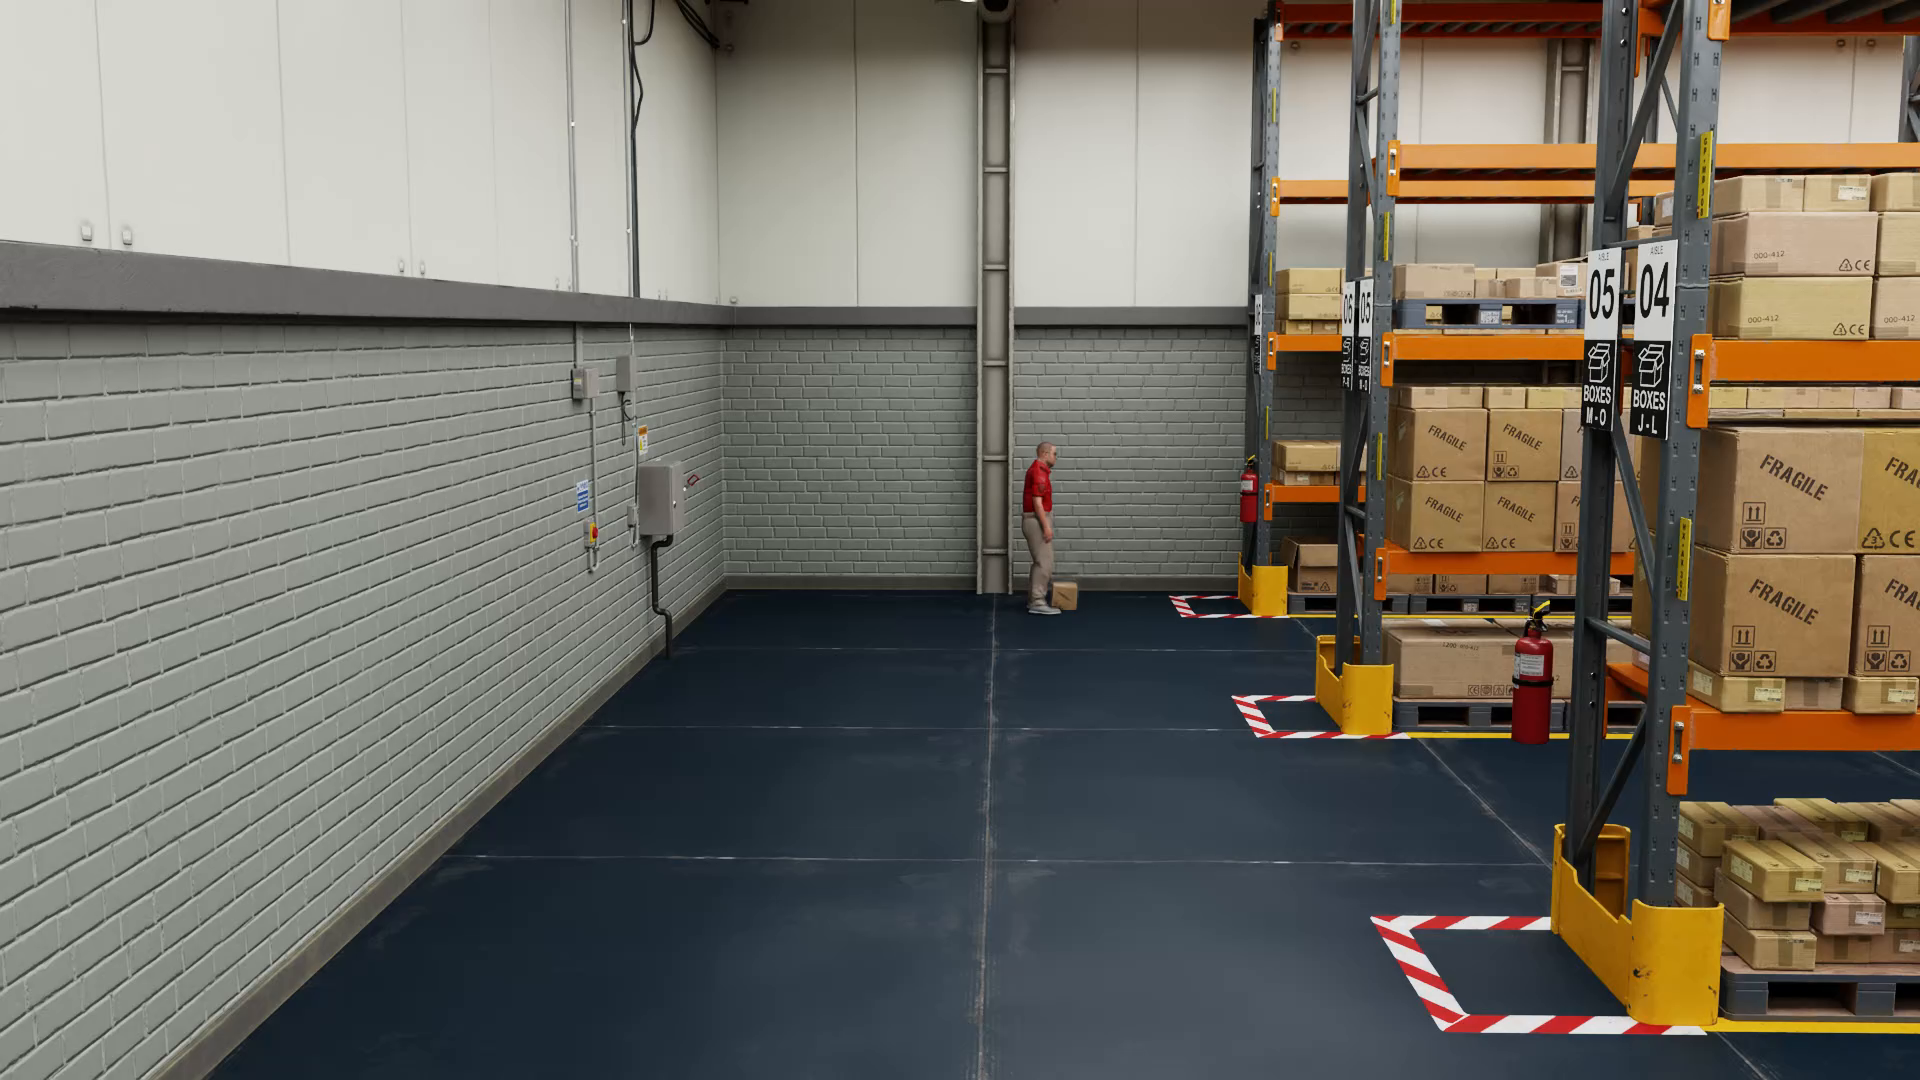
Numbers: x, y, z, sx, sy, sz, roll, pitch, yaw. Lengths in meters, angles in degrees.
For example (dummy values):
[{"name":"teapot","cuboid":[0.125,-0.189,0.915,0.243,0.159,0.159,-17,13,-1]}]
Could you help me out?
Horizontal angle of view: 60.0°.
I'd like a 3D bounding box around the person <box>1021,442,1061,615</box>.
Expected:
[{"name":"person","cuboid":[0.820,-0.131,16.862,0.390,1.727,0.574,0,7,-1]}]
